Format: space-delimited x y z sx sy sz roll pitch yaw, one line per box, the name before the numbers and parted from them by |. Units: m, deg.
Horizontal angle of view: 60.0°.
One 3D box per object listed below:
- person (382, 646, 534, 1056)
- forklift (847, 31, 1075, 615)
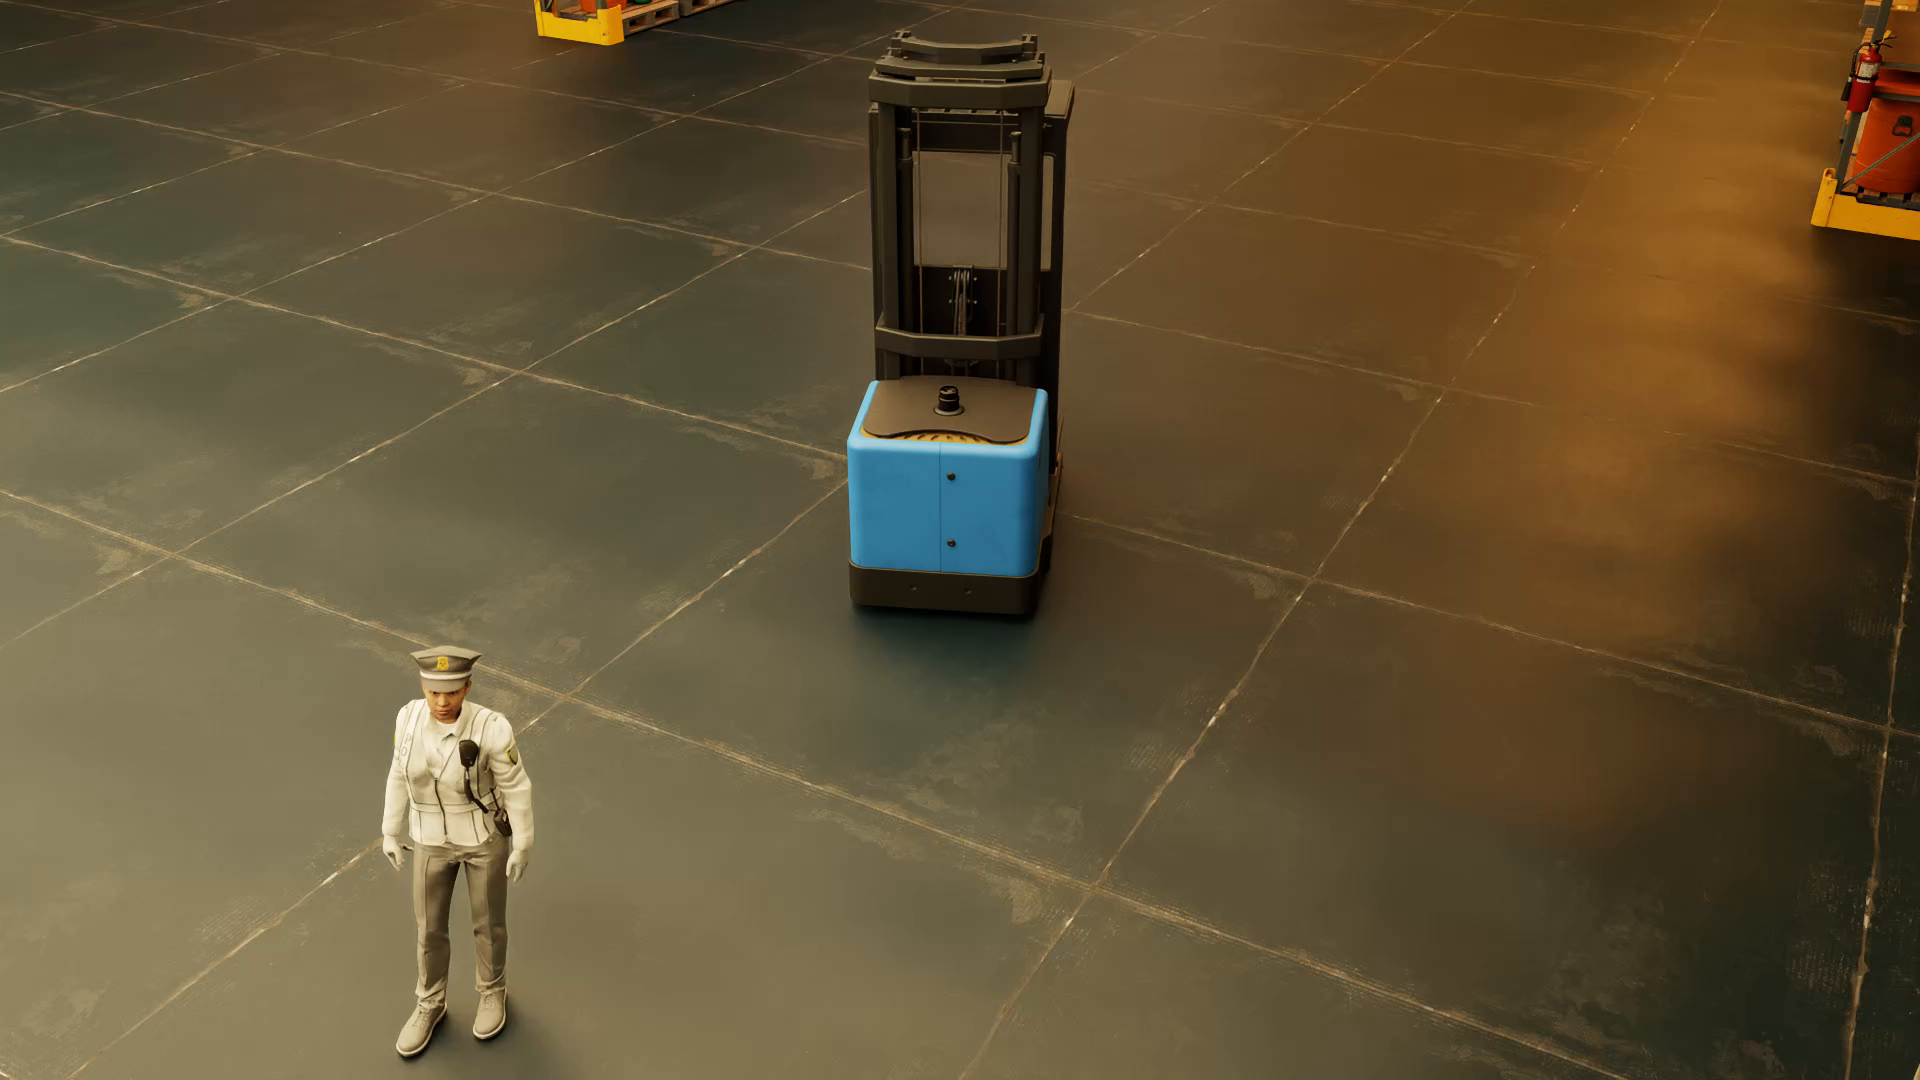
person | -1.906 1.165 6.275 0.588 1.696 0.532 2 30 3
forklift | 0.072 -1.572 9.794 1.130 2.935 3.031 3 30 6
